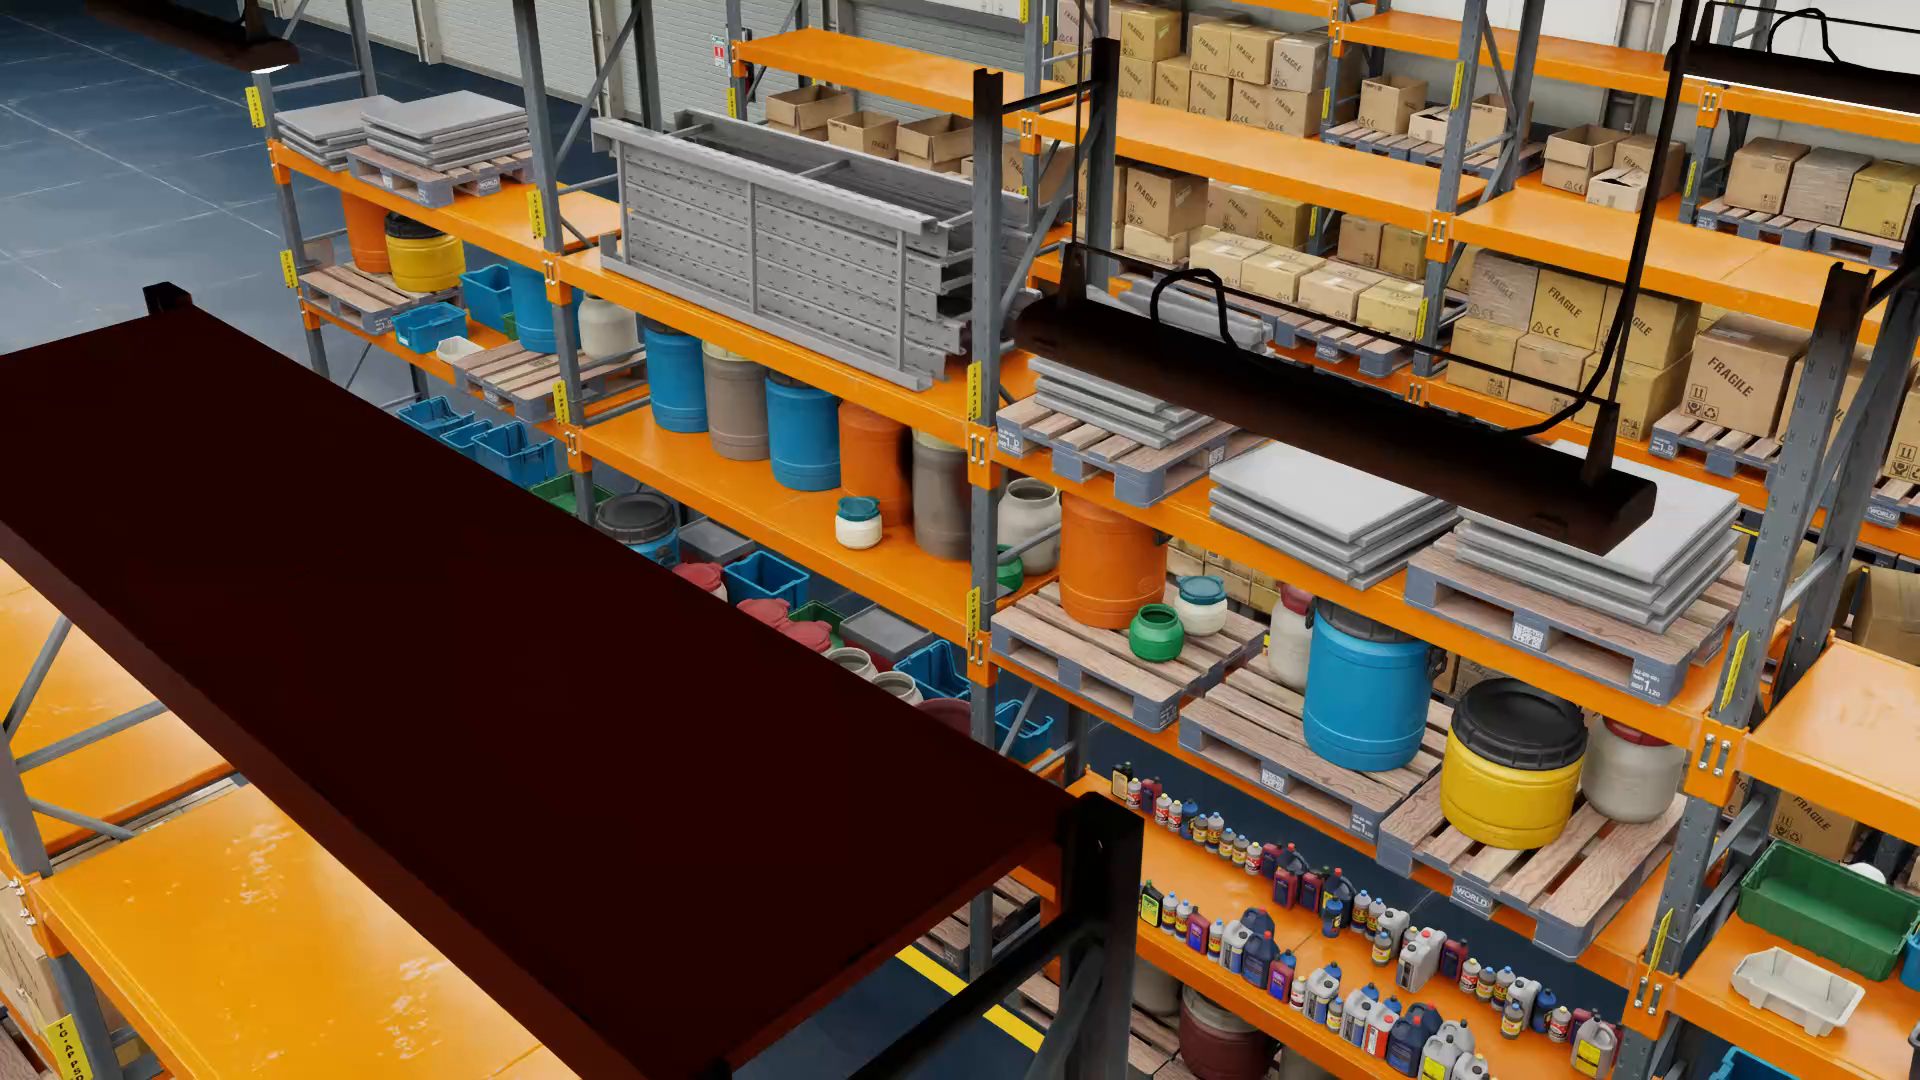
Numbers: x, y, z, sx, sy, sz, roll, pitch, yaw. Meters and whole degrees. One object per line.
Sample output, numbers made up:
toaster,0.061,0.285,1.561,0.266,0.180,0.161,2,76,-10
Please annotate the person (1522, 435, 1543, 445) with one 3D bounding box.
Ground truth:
person,5.061,-0.219,15.115,0.699,1.532,0.552,18,34,29

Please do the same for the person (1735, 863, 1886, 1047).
person,5.166,2.625,9.869,0.877,1.813,0.671,24,37,36
